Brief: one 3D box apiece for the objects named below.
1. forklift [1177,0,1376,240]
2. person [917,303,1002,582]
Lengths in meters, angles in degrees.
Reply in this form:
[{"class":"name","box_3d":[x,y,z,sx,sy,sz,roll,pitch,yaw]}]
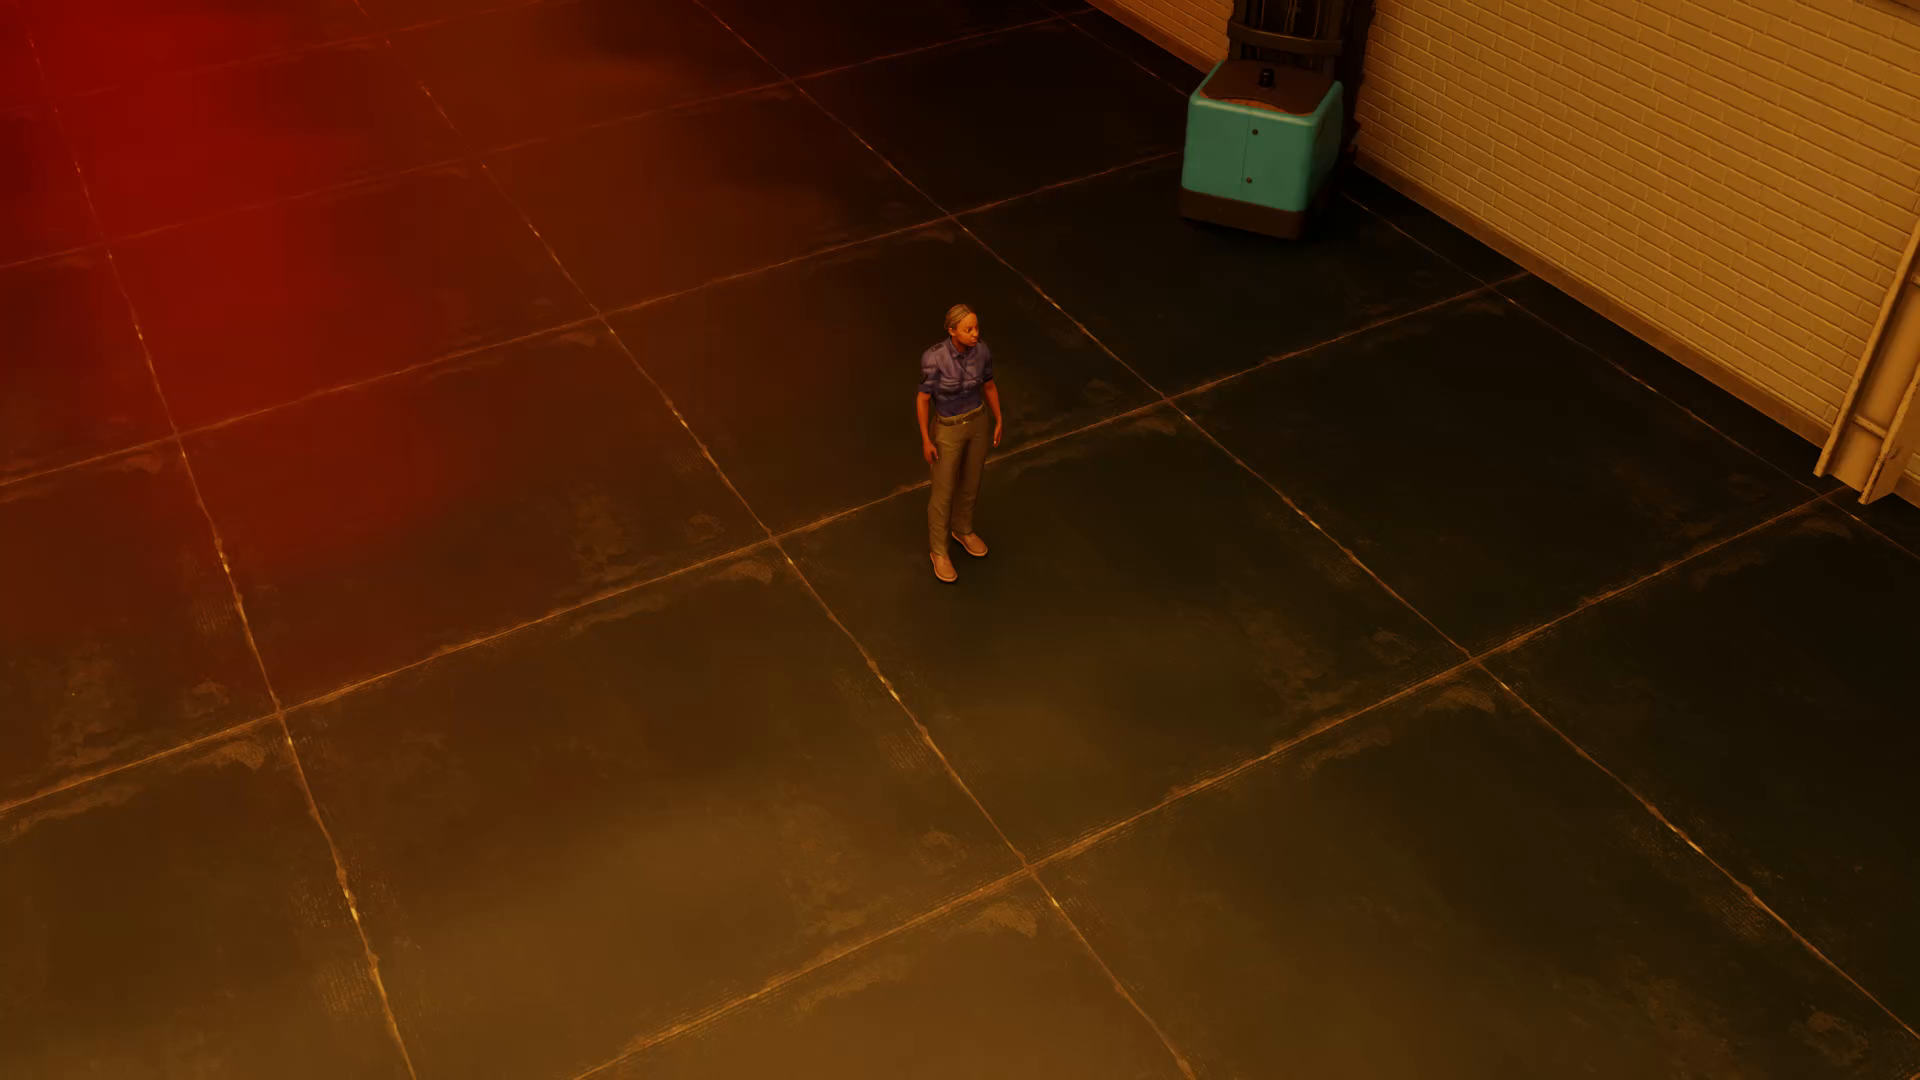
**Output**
[{"class":"forklift","box_3d":[2.827,-4.424,13.370,1.130,2.935,3.031,16,42,19]},{"class":"person","box_3d":[0.027,-0.581,9.739,0.569,1.637,0.504,-20,44,-23]}]
